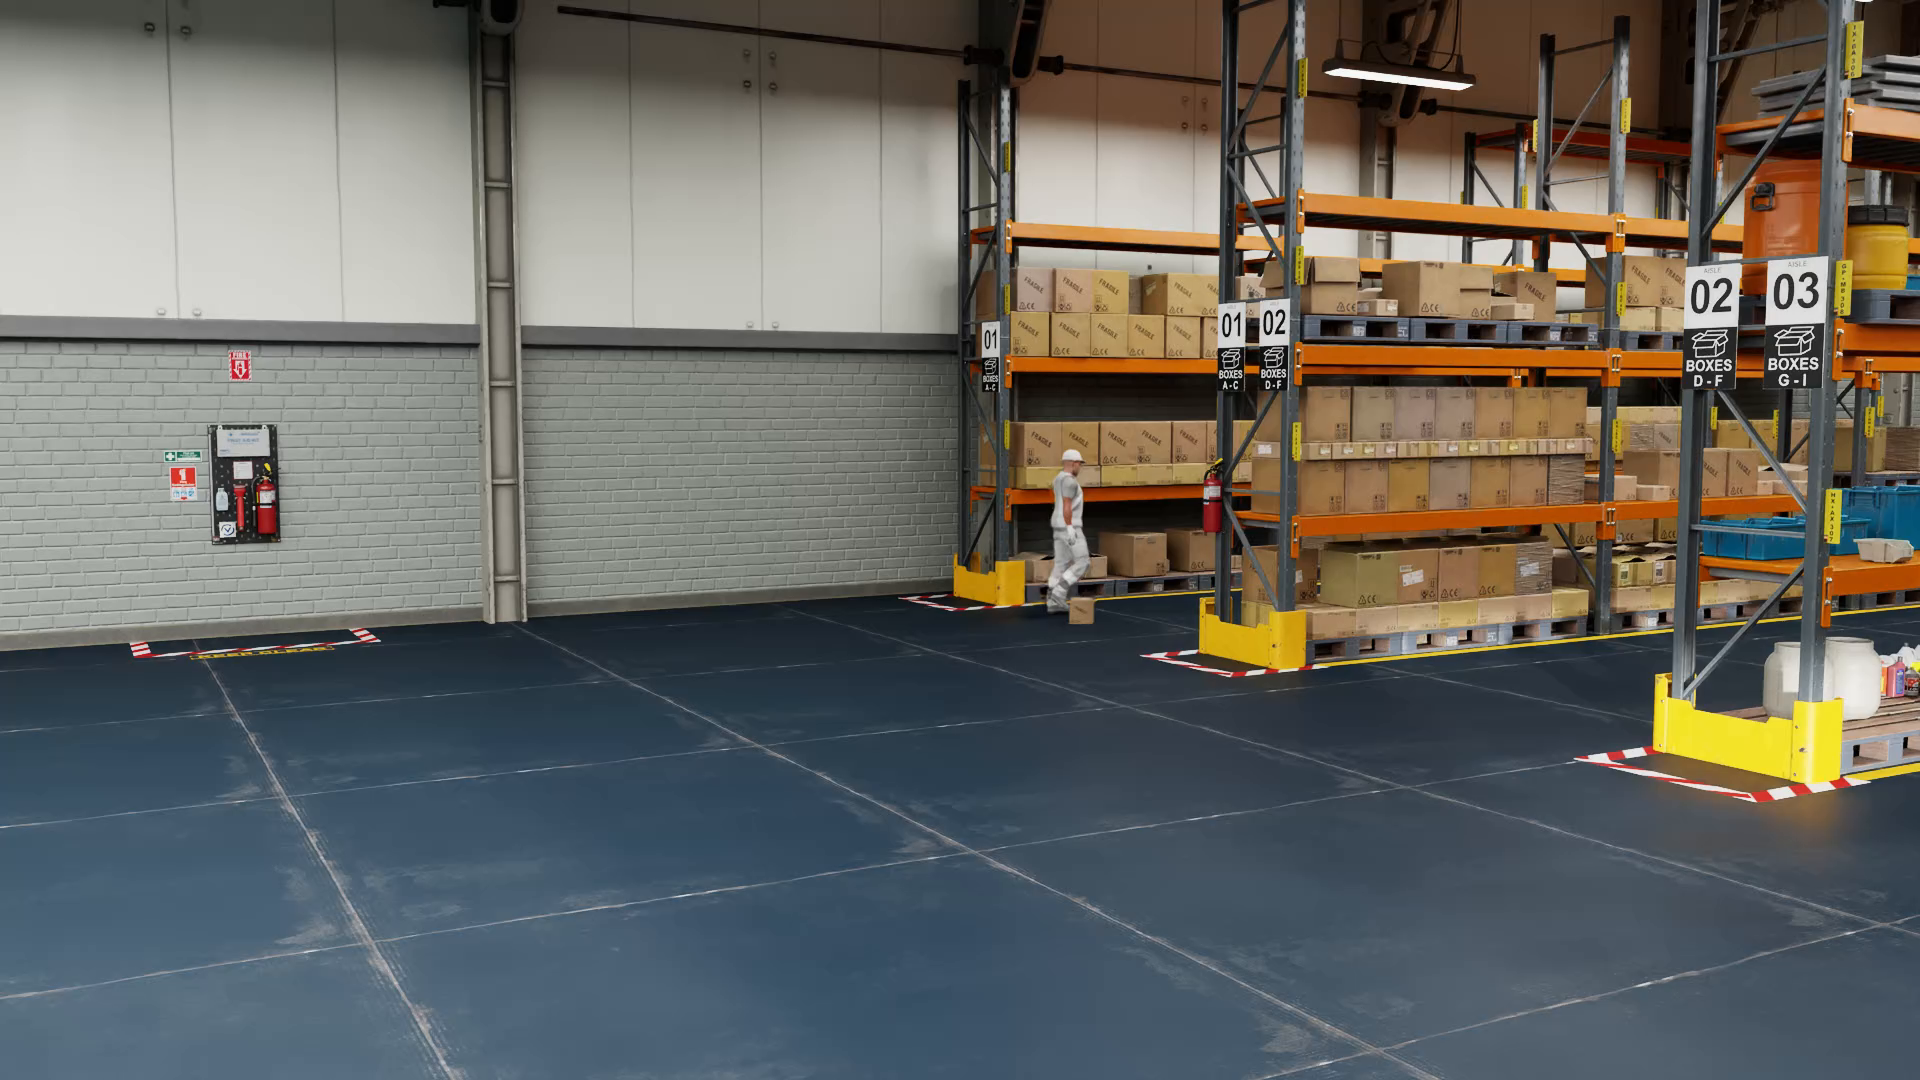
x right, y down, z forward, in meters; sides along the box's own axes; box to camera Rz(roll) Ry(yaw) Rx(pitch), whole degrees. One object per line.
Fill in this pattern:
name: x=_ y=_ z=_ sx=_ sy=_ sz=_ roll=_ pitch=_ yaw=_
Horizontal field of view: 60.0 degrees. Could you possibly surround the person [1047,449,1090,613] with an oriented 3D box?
person: x=1.156 y=-0.100 z=18.073 sx=0.514 sy=1.762 sz=0.660 roll=-2 pitch=5 yaw=-17
